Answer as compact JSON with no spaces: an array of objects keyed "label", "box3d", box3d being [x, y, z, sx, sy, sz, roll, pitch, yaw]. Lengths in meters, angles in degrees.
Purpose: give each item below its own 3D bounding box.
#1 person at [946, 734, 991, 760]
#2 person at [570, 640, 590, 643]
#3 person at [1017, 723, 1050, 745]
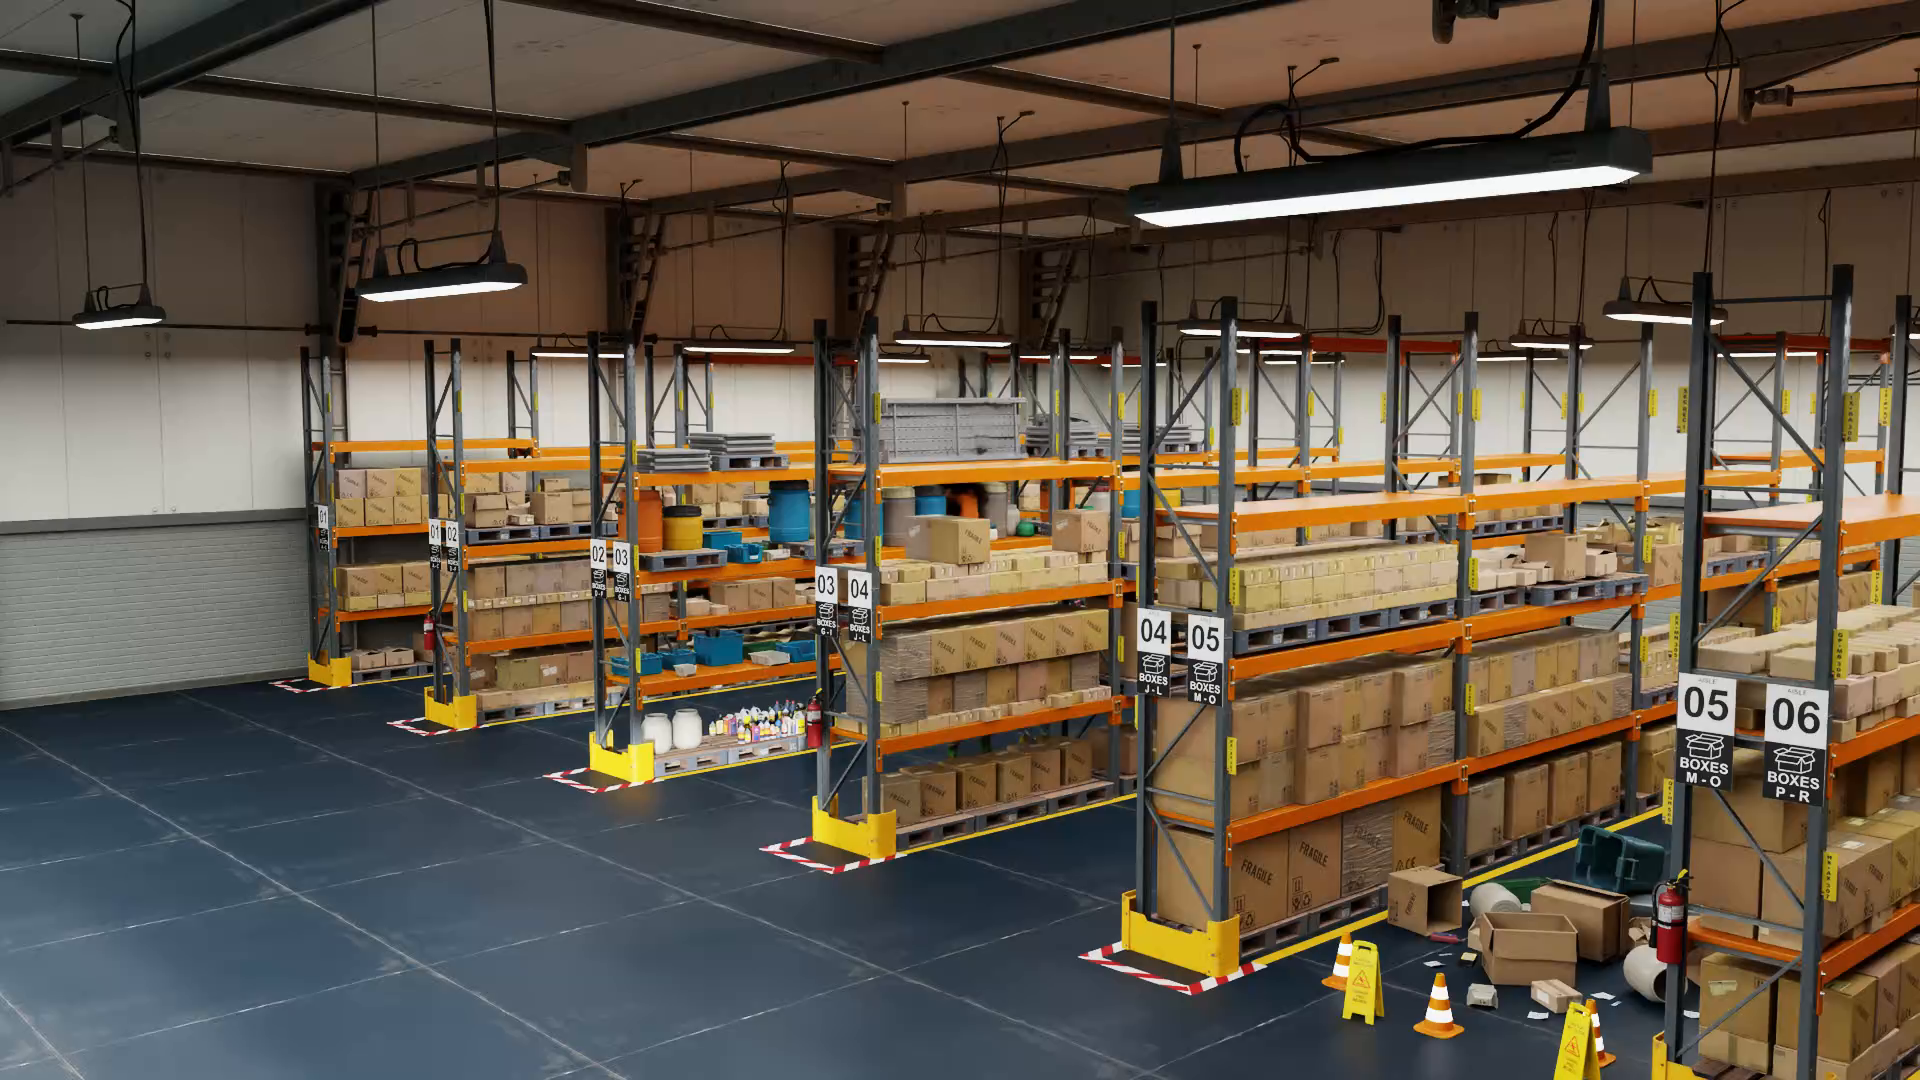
[{"label":"person","box3d":[0.083,2.081,22.021,0.667,1.796,0.872,4,7,40]},{"label":"person","box3d":[-6.795,1.699,29.848,0.543,1.650,0.723,4,6,36]},{"label":"person","box3d":[0.968,1.998,22.969,0.670,1.859,0.712,4,7,39]}]
